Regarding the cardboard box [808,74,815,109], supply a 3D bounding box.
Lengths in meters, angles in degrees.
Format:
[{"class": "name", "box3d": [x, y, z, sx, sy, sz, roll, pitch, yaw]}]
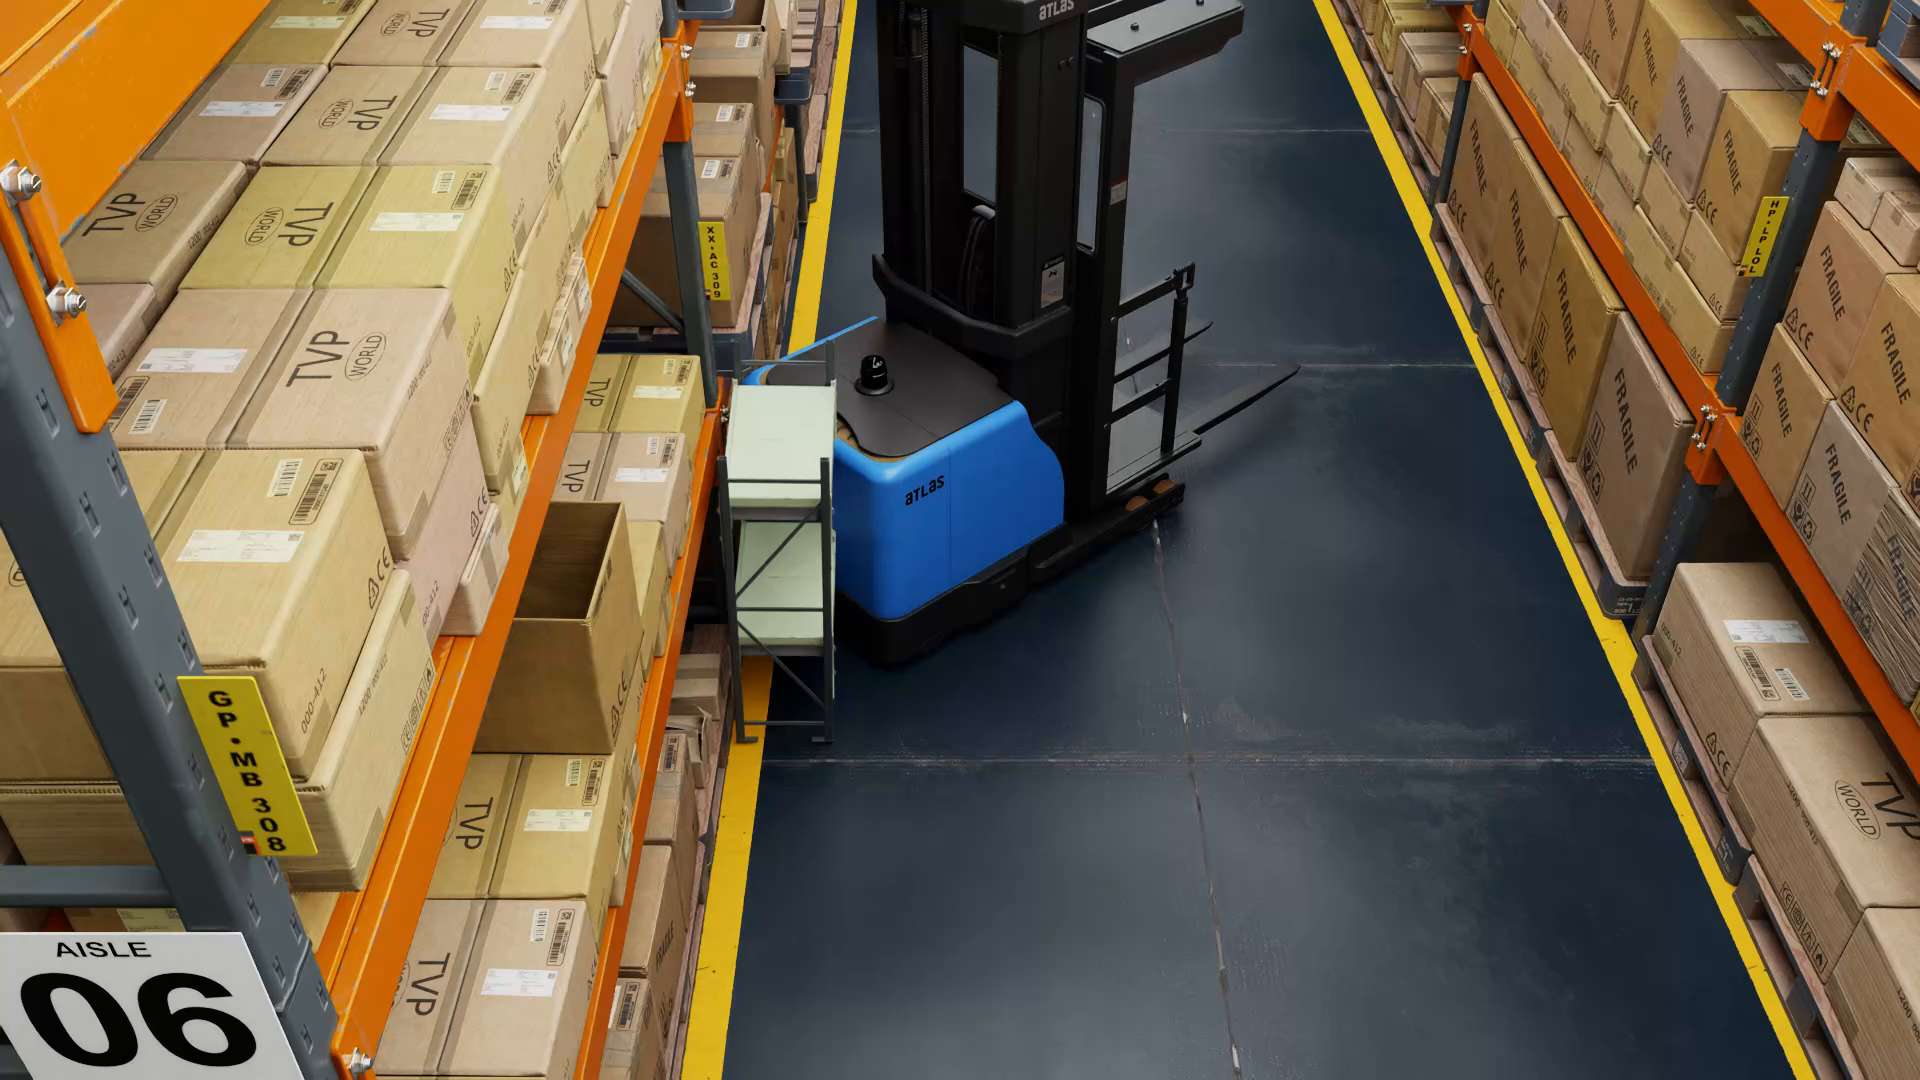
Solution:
[{"class": "cardboard box", "box3d": [-1.460, -3.232, 11.193, 0.875, 0.625, 0.625, 1, 39, 1]}]

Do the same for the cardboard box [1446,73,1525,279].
[{"class": "cardboard box", "box3d": [3.417, -2.105, 9.586, 0.875, 0.875, 0.875, 0, 39, 0]}]

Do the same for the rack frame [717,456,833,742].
[{"class": "rack frame", "box3d": [-0.697, 0.271, 6.425, 0.400, 1.500, 0.023, 1, 41, -3]}]

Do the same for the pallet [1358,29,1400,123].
[{"class": "pallet", "box3d": [3.501, -3.363, 12.024, 1.003, 0.211, 1.213, 0, 39, 0]}]

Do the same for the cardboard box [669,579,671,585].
[{"class": "cardboard box", "box3d": [-1.187, 0.092, 5.683, 0.380, 0.149, 0.250, 1, 39, 1]}]

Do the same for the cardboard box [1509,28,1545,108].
[{"class": "cardboard box", "box3d": [3.266, -2.516, 8.856, 0.500, 0.250, 0.500, -1, 39, -1]}]

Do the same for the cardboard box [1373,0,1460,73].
[{"class": "cardboard box", "box3d": [3.504, -3.629, 11.891, 0.950, 0.372, 0.625, 1, 39, 1]}]

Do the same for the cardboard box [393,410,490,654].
[{"class": "cardboard box", "box3d": [-1.204, -0.017, 3.101, 0.500, 0.250, 0.500, 1, 39, 1]}]

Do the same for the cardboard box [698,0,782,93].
[{"class": "cardboard box", "box3d": [-1.278, -2.379, 8.148, 0.797, 0.503, 0.637, -1, 39, -1]}]

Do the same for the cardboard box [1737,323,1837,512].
[{"class": "cardboard box", "box3d": [3.242, -0.446, 6.073, 0.500, 0.500, 0.500, 1, 39, 1]}]

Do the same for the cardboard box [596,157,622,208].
[{"class": "cardboard box", "box3d": [-1.180, -1.068, 4.731, 0.380, 0.149, 0.250, 0, 39, 0]}]

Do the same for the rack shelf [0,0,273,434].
[{"class": "rack shelf", "box3d": [-1.458, -1.503, 3.253, 1.077, 0.370, 4.000, 0, 39, 0]}]

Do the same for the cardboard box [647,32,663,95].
[{"class": "cardboard box", "box3d": [-1.164, -1.542, 5.324, 0.380, 0.149, 0.250, 0, 39, 0]}]

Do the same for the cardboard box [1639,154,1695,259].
[{"class": "cardboard box", "box3d": [3.252, -1.425, 7.095, 0.500, 0.250, 0.500, 1, 39, 1]}]

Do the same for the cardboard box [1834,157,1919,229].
[{"class": "cardboard box", "box3d": [3.245, -1.185, 5.677, 0.380, 0.149, 0.250, -1, 39, -1]}]

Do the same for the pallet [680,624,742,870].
[{"class": "pallet", "box3d": [-1.460, 0.823, 6.800, 1.003, 0.211, 1.213, 0, 39, 0]}]

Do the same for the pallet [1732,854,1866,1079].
[{"class": "pallet", "box3d": [3.431, 1.628, 5.795, 1.003, 0.211, 1.213, 0, 39, 0]}]

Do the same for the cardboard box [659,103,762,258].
[{"class": "cardboard box", "box3d": [-1.237, -1.524, 7.083, 0.700, 0.500, 0.500, 0, 39, 0]}]

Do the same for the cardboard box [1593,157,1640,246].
[{"class": "cardboard box", "box3d": [3.270, -1.556, 7.659, 0.500, 0.250, 0.500, -1, 39, -1]}]

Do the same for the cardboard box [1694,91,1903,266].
[{"class": "cardboard box", "box3d": [3.252, -1.409, 6.475, 0.500, 0.500, 0.500, 1, 39, 1]}]

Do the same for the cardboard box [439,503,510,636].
[{"class": "cardboard box", "box3d": [-1.130, 0.055, 3.331, 0.380, 0.149, 0.250, 1, 39, 1]}]

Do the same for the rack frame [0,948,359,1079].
[{"class": "rack frame", "box3d": [-1.455, 1.807, 3.342, 1.000, 3.000, 0.127, 0, 39, 0]}]

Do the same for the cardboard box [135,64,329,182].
[{"class": "cardboard box", "box3d": [-1.719, -0.854, 3.747, 0.500, 0.250, 0.500, 0, 39, 0]}]

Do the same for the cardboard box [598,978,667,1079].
[{"class": "cardboard box", "box3d": [-1.323, 1.701, 5.137, 0.700, 0.500, 0.500, 1, 39, 2]}]

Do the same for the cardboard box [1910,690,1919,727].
[{"class": "cardboard box", "box3d": [3.234, 0.502, 4.890, 0.500, 0.500, 0.500, 1, 39, 1]}]

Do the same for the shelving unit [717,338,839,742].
[{"class": "shelving unit", "box3d": [-0.708, 0.029, 6.699, 0.431, 1.500, 0.755, 1, 41, -3]}]

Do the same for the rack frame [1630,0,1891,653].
[{"class": "rack frame", "box3d": [3.504, -0.700, 6.471, 1.000, 3.000, 0.127, 0, 39, 0]}]

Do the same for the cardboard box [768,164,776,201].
[{"class": "cardboard box", "box3d": [-1.223, -1.993, 9.229, 0.380, 0.149, 0.250, -1, 39, -2]}]

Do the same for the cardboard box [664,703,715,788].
[{"class": "cardboard box", "box3d": [-1.165, 0.780, 6.474, 0.396, 0.266, 0.258, 1, 39, 2]}]

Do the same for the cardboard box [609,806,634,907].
[{"class": "cardboard box", "box3d": [-1.133, 0.894, 4.683, 0.380, 0.149, 0.250, -1, 39, -1]}]

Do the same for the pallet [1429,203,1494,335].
[{"class": "pallet", "box3d": [3.425, -1.621, 9.849, 1.003, 0.211, 1.213, 0, 39, 0]}]

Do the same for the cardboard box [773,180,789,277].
[{"class": "cardboard box", "box3d": [-1.259, -1.807, 9.515, 0.500, 0.500, 0.500, -1, 39, -1]}]

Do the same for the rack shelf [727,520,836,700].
[{"class": "rack shelf", "box3d": [-0.722, 0.273, 6.914, 0.431, 0.370, 0.720, 1, 41, -3]}]

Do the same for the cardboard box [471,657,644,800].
[{"class": "cardboard box", "box3d": [-1.213, 0.513, 4.838, 0.500, 0.250, 0.500, -1, 39, -1]}]

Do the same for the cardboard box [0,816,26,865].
[{"class": "cardboard box", "box3d": [-1.728, 0.301, 2.705, 0.500, 0.250, 0.500, -1, 39, -1]}]

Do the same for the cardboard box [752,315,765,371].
[{"class": "cardboard box", "box3d": [-1.242, -0.831, 8.296, 0.500, 0.500, 0.500, -1, 39, -1]}]

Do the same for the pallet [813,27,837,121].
[{"class": "pallet", "box3d": [-1.425, -3.384, 12.049, 1.003, 0.211, 1.213, 0, 39, 0]}]

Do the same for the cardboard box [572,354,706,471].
[{"class": "cardboard box", "box3d": [-1.215, -0.434, 6.020, 0.500, 0.250, 0.500, 1, 39, 1]}]

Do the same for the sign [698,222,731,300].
[{"class": "sign", "box3d": [-0.917, -1.037, 6.199, 0.100, 0.325, 0.005, 0, 39, 0]}]

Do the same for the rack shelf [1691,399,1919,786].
[{"class": "rack shelf", "box3d": [3.506, 0.831, 5.135, 1.077, 0.370, 4.000, 0, 39, 0]}]

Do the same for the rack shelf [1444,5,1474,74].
[{"class": "rack shelf", "box3d": [3.497, -4.172, 11.378, 1.077, 0.370, 4.000, 0, 39, 0]}]

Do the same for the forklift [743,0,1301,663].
[{"class": "forklift", "box3d": [0.461, -1.407, 7.407, 3.031, 2.935, 1.130, -30, 47, -32]}]

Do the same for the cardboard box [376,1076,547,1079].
[{"class": "cardboard box", "box3d": [-1.186, 1.465, 3.650, 0.500, 0.250, 0.500, 0, 39, 0]}]

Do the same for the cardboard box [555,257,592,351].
[{"class": "cardboard box", "box3d": [-1.133, -0.580, 4.122, 0.380, 0.149, 0.250, 1, 39, 1]}]

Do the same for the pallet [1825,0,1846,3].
[{"class": "pallet", "box3d": [3.453, -2.370, 6.308, 0.805, 0.209, 1.217, -1, 39, -2]}]

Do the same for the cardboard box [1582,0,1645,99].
[{"class": "cardboard box", "box3d": [3.248, -2.373, 7.679, 0.500, 0.500, 0.500, 1, 39, 1]}]

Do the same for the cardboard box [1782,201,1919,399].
[{"class": "cardboard box", "box3d": [3.262, -0.832, 5.755, 0.500, 0.500, 0.500, 0, 39, 0]}]

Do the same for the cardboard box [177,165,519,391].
[{"class": "cardboard box", "box3d": [-1.201, -0.526, 3.337, 0.500, 0.250, 0.500, -1, 39, -1]}]

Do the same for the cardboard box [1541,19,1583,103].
[{"class": "cardboard box", "box3d": [3.241, -2.386, 8.295, 0.500, 0.250, 0.500, 0, 39, 0]}]

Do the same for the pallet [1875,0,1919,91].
[{"class": "pallet", "box3d": [3.494, -1.325, 4.922, 1.003, 0.211, 1.213, 0, 39, 0]}]

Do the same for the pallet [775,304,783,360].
[{"class": "pallet", "box3d": [-1.503, -0.880, 8.925, 1.003, 0.211, 1.213, 0, 39, 0]}]

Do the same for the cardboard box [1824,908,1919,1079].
[{"class": "cardboard box", "box3d": [3.398, 1.652, 5.248, 0.875, 0.438, 0.875, 1, 39, 1]}]

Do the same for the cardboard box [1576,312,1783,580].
[{"class": "cardboard box", "box3d": [3.423, -0.423, 7.488, 0.875, 0.875, 0.875, 1, 39, 1]}]

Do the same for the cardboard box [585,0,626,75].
[{"class": "cardboard box", "box3d": [-1.209, -1.485, 4.533, 0.500, 0.250, 0.500, -1, 39, -1]}]

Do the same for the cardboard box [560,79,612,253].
[{"class": "cardboard box", "box3d": [-1.209, -0.976, 4.298, 0.500, 0.250, 0.500, 1, 39, 1]}]
